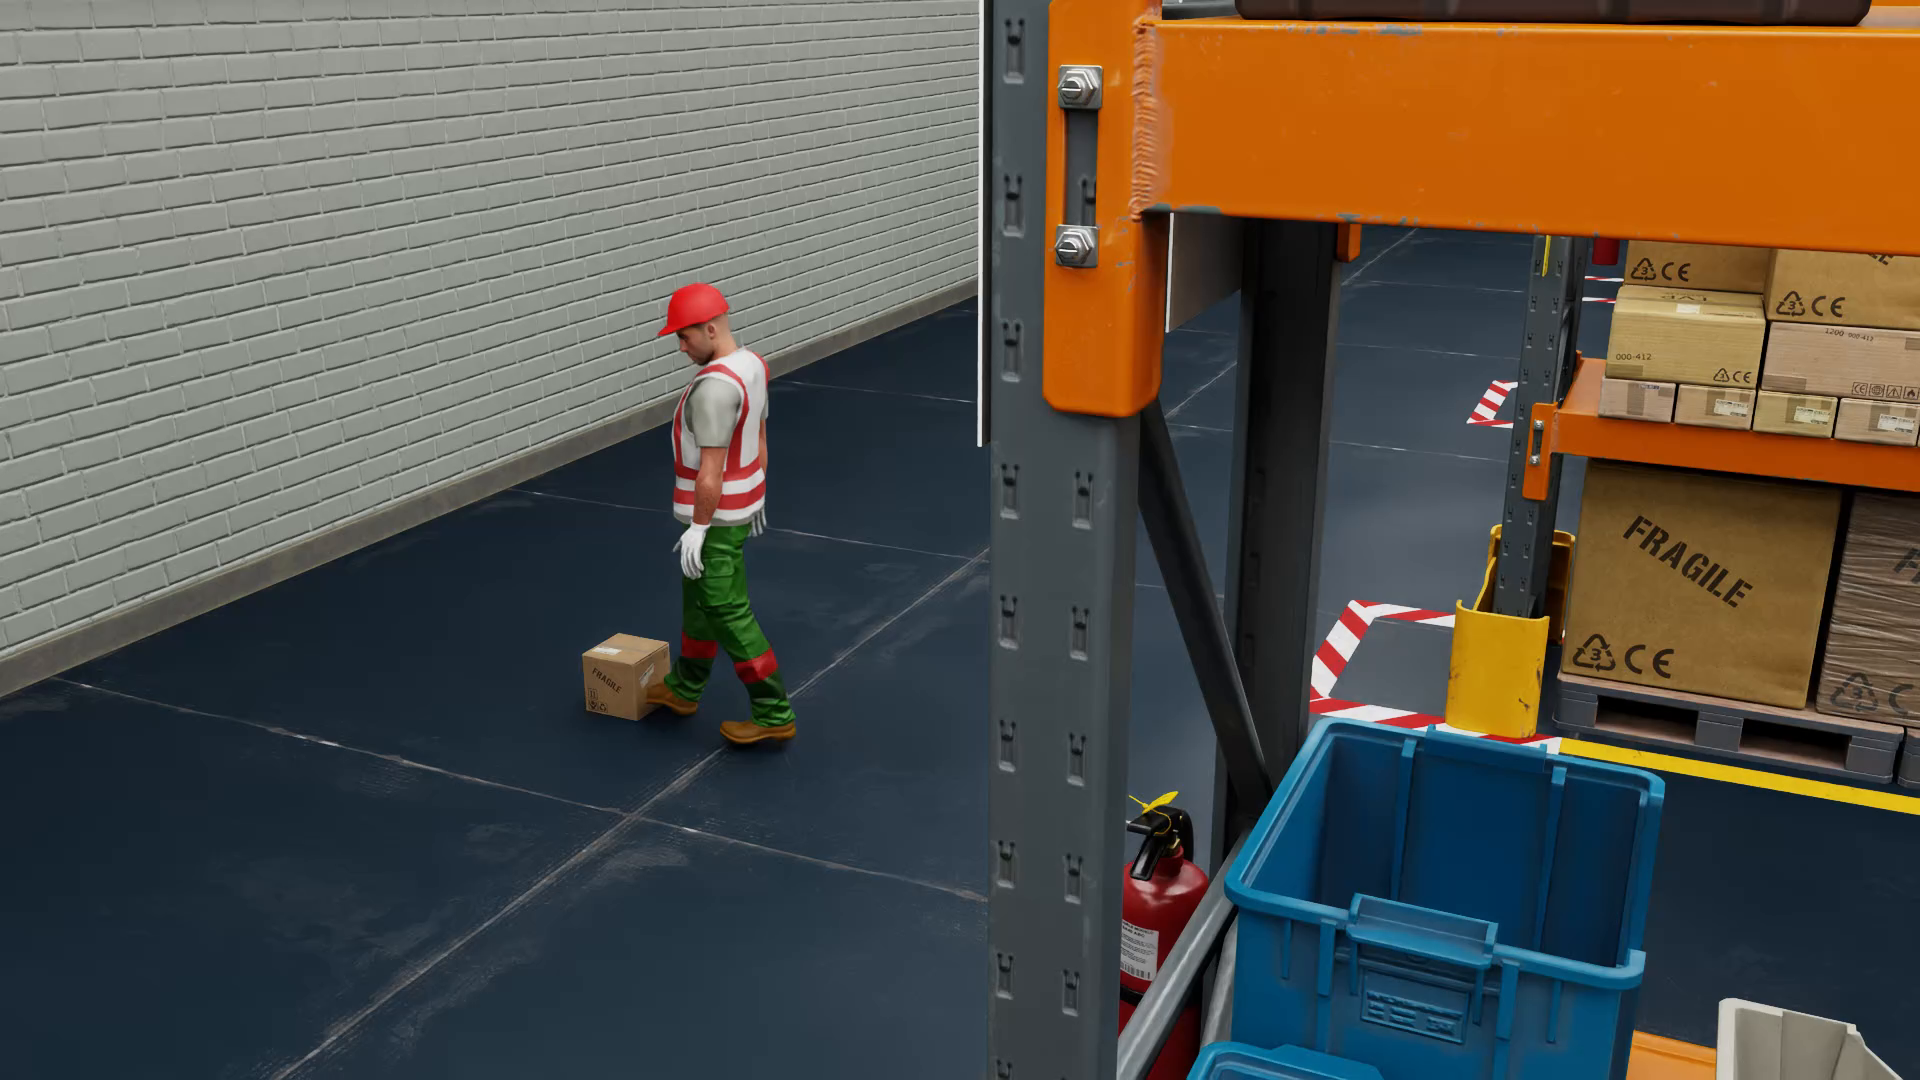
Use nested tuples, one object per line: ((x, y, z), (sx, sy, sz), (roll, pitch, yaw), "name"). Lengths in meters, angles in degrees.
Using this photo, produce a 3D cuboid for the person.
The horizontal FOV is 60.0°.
((-0.990, -0.097, 6.302), (0.768, 1.763, 0.613), (4, 19, 11), "person")
